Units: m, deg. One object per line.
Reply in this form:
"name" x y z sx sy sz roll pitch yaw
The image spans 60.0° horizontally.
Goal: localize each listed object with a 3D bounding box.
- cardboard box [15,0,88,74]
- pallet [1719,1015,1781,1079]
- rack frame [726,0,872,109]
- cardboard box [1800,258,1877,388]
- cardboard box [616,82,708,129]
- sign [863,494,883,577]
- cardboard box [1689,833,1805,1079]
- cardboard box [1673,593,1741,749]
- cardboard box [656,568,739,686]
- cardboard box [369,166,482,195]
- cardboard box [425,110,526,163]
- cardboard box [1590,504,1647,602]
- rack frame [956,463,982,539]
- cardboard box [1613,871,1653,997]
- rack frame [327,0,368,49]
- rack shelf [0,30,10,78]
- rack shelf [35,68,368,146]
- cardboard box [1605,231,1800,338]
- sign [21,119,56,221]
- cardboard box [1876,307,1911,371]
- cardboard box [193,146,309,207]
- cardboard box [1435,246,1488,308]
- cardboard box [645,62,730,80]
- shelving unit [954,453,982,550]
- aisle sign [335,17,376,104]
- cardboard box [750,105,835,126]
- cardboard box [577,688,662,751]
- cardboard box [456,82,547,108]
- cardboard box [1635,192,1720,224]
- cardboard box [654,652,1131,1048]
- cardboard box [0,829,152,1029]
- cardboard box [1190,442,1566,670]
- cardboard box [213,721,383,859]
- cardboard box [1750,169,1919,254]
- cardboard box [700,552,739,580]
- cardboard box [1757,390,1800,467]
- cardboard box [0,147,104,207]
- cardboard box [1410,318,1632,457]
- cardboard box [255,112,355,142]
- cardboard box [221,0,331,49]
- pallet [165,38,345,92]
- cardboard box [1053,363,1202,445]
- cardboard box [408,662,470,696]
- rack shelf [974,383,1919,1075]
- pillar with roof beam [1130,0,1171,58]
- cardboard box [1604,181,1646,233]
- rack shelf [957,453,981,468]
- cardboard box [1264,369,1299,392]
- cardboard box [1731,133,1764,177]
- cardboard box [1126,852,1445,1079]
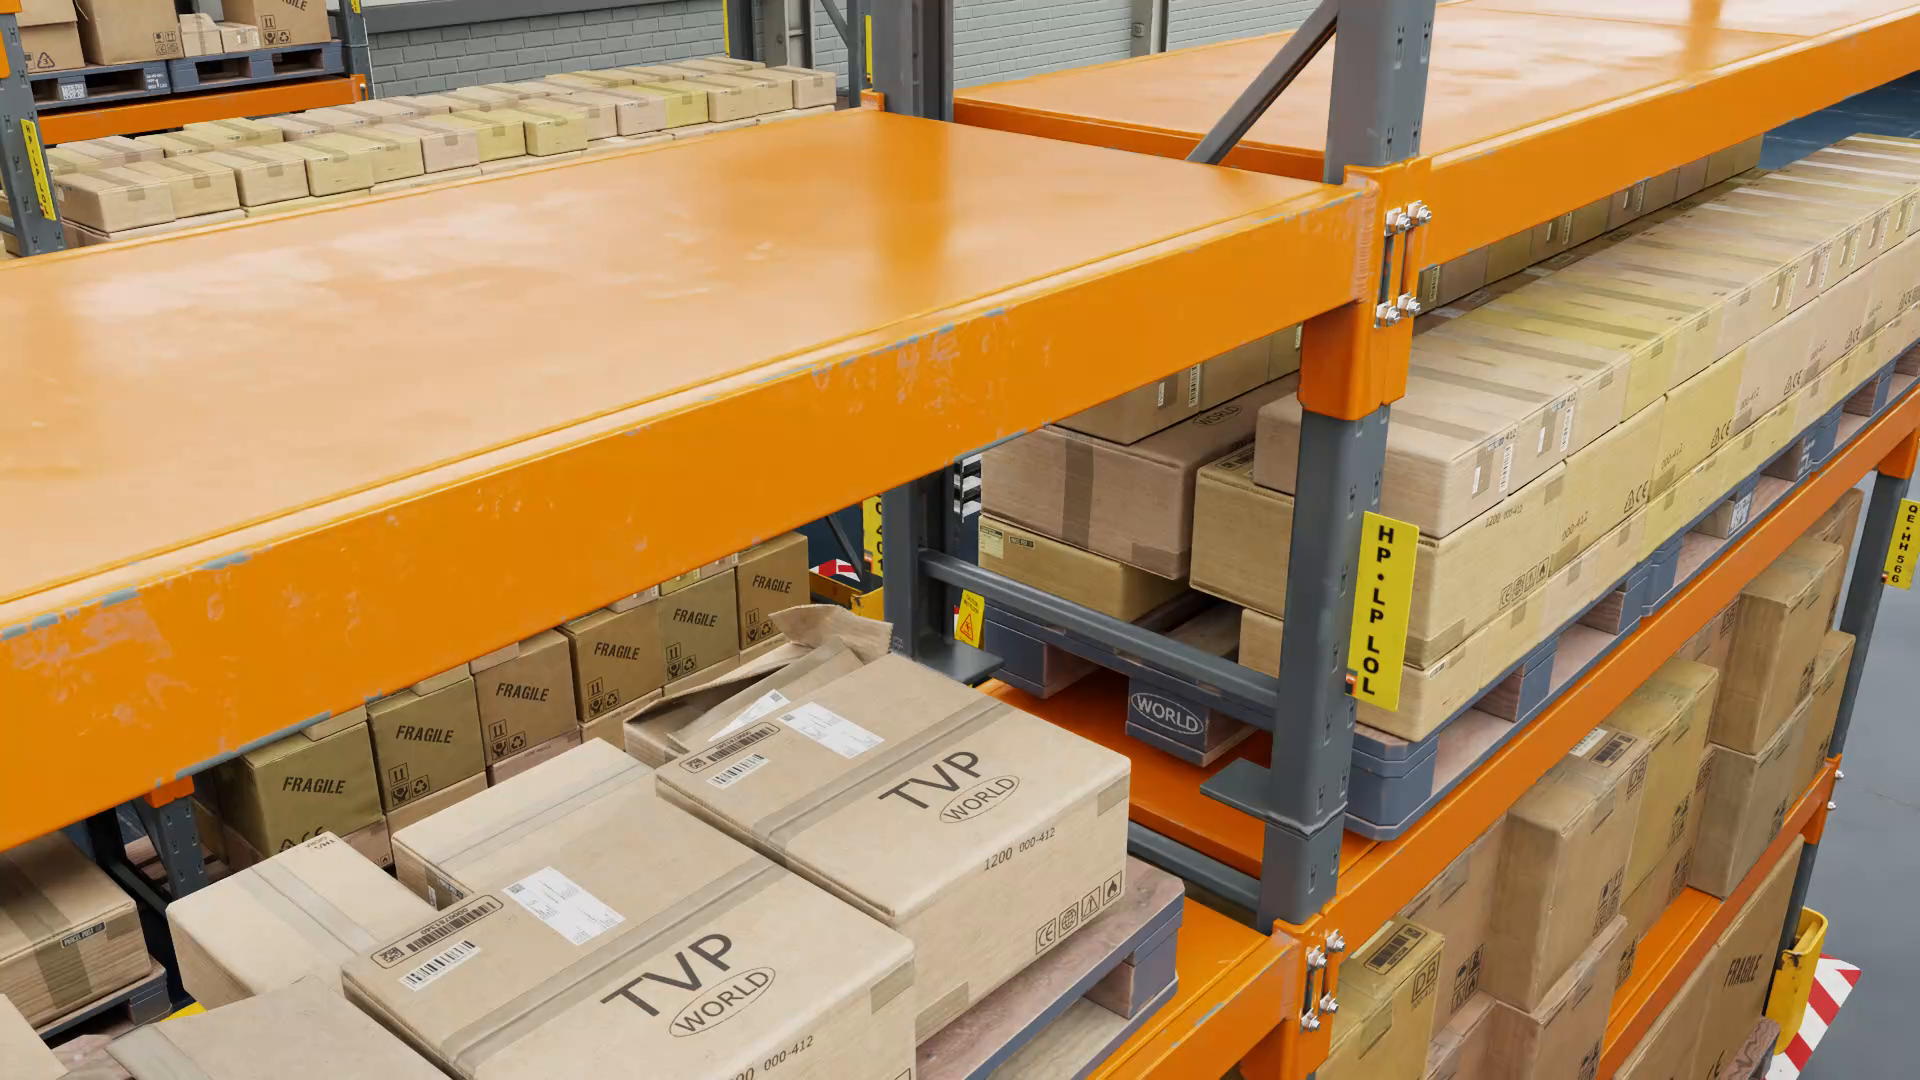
"cardboard box" -5.819 -3.175 10.236 0.797 0.503 0.637 21 32 39
"pallet" 2.449 2.037 6.449 1.003 0.211 1.213 20 31 38
"rack frame" -0.829 -3.559 8.188 1.000 3.000 0.127 20 31 38
"cardboard box" 2.136 -0.643 4.536 0.500 0.250 0.500 20 31 37
"cardboard box" -1.400 -2.041 7.803 0.380 0.149 0.250 20 31 38
"sign" -0.159 -0.074 3.353 0.100 0.325 0.005 20 31 38
"cardboard box" 2.521 1.502 6.317 0.875 0.875 0.875 20 31 38
"cardboard box" 1.875 0.367 5.262 0.875 0.550 0.550 20 31 38
"cardboard box" -1.515 0.375 8.679 0.500 0.500 0.500 22 32 39
"cardboard box" -2.320 -1.407 6.874 0.500 0.250 0.500 20 31 38
"cardboard box" -2.069 -1.724 7.094 0.380 0.149 0.250 21 32 39
"cardboard box" 1.258 -0.022 3.639 0.380 0.149 0.250 20 31 37
"rack frame" 0.062 -0.439 11.129 0.240 0.900 0.006 20 31 38
"cardboard box" 1.570 1.039 5.083 0.875 0.550 0.500 20 31 38
"rack frame" -4.528 -4.913 11.208 1.000 3.000 0.127 20 31 38
"rack shelf" -4.833 -1.220 4.340 1.077 0.370 4.000 20 31 38
"rack shelf" -5.863 -2.607 10.610 1.077 0.370 4.000 20 31 38
"cardboard box" 1.767 -0.619 3.994 0.380 0.149 0.250 20 31 37
"sign" -3.083 -1.236 5.562 0.100 0.325 0.005 20 31 38
"cardboard box" 2.616 -0.643 5.023 0.380 0.149 0.250 21 31 38
"cardboard box" -2.710 -1.393 6.355 0.380 0.149 0.250 19 30 36
"cardboard box" 1.105 -0.720 4.219 0.380 0.149 0.250 20 31 37
"cardboard box" -1.374 -2.305 8.392 0.380 0.149 0.250 20 31 37
"shelving unit" -0.005 -0.408 11.060 0.258 0.900 0.210 20 31 38
"aisle sign" -4.265 -3.302 11.770 0.394 0.787 0.004 20 31 38
"cardboard box" -0.970 -2.028 8.260 0.500 0.250 0.500 20 31 37
"cardboard box" -1.865 0.878 8.473 0.500 0.250 0.500 19 30 36
"cardboard box" -2.139 -2.031 7.780 0.380 0.149 0.250 21 32 39
"cardboard box" 2.074 -0.942 5.202 0.500 0.250 0.500 20 31 37
"cardboard box" -0.097 0.440 2.485 0.500 0.250 0.500 21 31 38
"cardboard box" -3.847 1.565 6.791 0.950 0.372 0.625 21 31 38
"cardboard box" 0.790 -0.027 3.163 0.500 0.250 0.500 20 31 38
"cardboard box" -2.904 1.012 7.257 0.500 0.500 0.500 22 32 40
"cardboard box" 2.442 -0.927 4.682 0.380 0.149 0.250 21 31 38
"cardboard box" -1.364 0.049 8.612 0.380 0.149 0.250 21 32 39
"cardboard box" 1.937 -0.333 4.332 0.380 0.149 0.250 21 31 38
"cardboard box" -3.450 -1.377 6.320 0.380 0.149 0.250 21 32 39
"cardboard box" 1.090 -0.310 3.306 0.380 0.149 0.250 20 31 37
"cardboard box" -2.766 -1.698 7.037 0.380 0.149 0.250 19 31 37
"cardboard box" -4.642 -3.626 11.246 0.500 0.500 0.500 21 32 39
"pallet" -5.019 -3.296 11.375 1.003 0.211 1.213 20 31 38
"cardboard box" 0.262 -0.335 3.362 0.380 0.149 0.250 20 31 37
"cardboard box" -2.434 0.538 7.523 0.380 0.149 0.250 22 32 39
"rack shelf" 1.590 0.068 4.644 1.077 0.370 4.000 20 31 38
"pillar with roof beam" 5.551 -7.427 16.816 9.100 9.000 0.400 20 31 38
"cardboard box" 1.786 -1.031 4.914 0.380 0.149 0.250 19 31 37
"rack shelf" -0.005 -0.542 11.000 0.258 0.077 0.200 20 31 38
"cardboard box" 0.730 -0.329 3.835 0.500 0.250 0.500 20 31 37
"cardboard box" 2.465 -1.341 5.605 0.380 0.149 0.250 21 31 38
"cardboard box" 0.527 1.054 3.730 0.875 0.550 0.550 20 31 38
